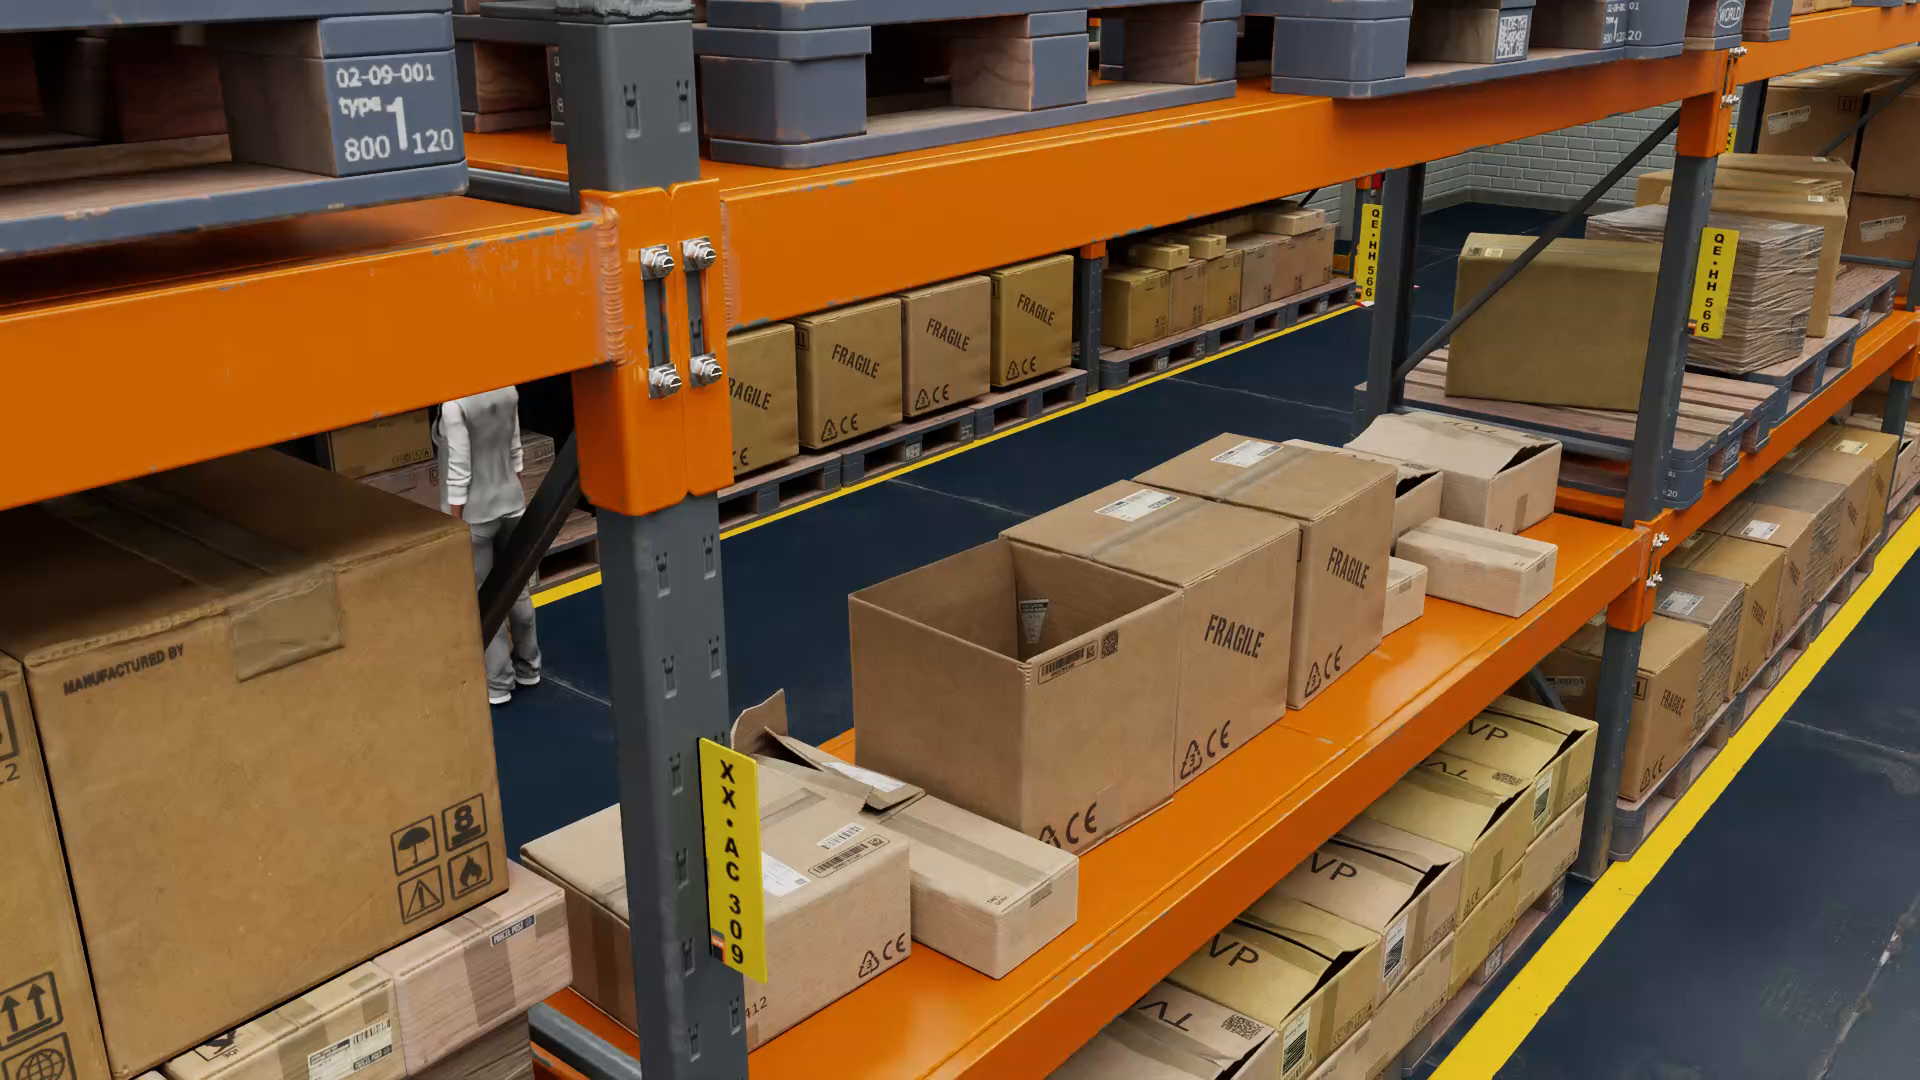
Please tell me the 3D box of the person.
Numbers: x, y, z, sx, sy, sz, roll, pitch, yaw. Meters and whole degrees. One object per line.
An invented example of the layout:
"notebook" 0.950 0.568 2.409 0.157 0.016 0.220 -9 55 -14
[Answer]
"person" -1.965 -0.095 6.859 0.318 1.588 0.409 12 24 29
